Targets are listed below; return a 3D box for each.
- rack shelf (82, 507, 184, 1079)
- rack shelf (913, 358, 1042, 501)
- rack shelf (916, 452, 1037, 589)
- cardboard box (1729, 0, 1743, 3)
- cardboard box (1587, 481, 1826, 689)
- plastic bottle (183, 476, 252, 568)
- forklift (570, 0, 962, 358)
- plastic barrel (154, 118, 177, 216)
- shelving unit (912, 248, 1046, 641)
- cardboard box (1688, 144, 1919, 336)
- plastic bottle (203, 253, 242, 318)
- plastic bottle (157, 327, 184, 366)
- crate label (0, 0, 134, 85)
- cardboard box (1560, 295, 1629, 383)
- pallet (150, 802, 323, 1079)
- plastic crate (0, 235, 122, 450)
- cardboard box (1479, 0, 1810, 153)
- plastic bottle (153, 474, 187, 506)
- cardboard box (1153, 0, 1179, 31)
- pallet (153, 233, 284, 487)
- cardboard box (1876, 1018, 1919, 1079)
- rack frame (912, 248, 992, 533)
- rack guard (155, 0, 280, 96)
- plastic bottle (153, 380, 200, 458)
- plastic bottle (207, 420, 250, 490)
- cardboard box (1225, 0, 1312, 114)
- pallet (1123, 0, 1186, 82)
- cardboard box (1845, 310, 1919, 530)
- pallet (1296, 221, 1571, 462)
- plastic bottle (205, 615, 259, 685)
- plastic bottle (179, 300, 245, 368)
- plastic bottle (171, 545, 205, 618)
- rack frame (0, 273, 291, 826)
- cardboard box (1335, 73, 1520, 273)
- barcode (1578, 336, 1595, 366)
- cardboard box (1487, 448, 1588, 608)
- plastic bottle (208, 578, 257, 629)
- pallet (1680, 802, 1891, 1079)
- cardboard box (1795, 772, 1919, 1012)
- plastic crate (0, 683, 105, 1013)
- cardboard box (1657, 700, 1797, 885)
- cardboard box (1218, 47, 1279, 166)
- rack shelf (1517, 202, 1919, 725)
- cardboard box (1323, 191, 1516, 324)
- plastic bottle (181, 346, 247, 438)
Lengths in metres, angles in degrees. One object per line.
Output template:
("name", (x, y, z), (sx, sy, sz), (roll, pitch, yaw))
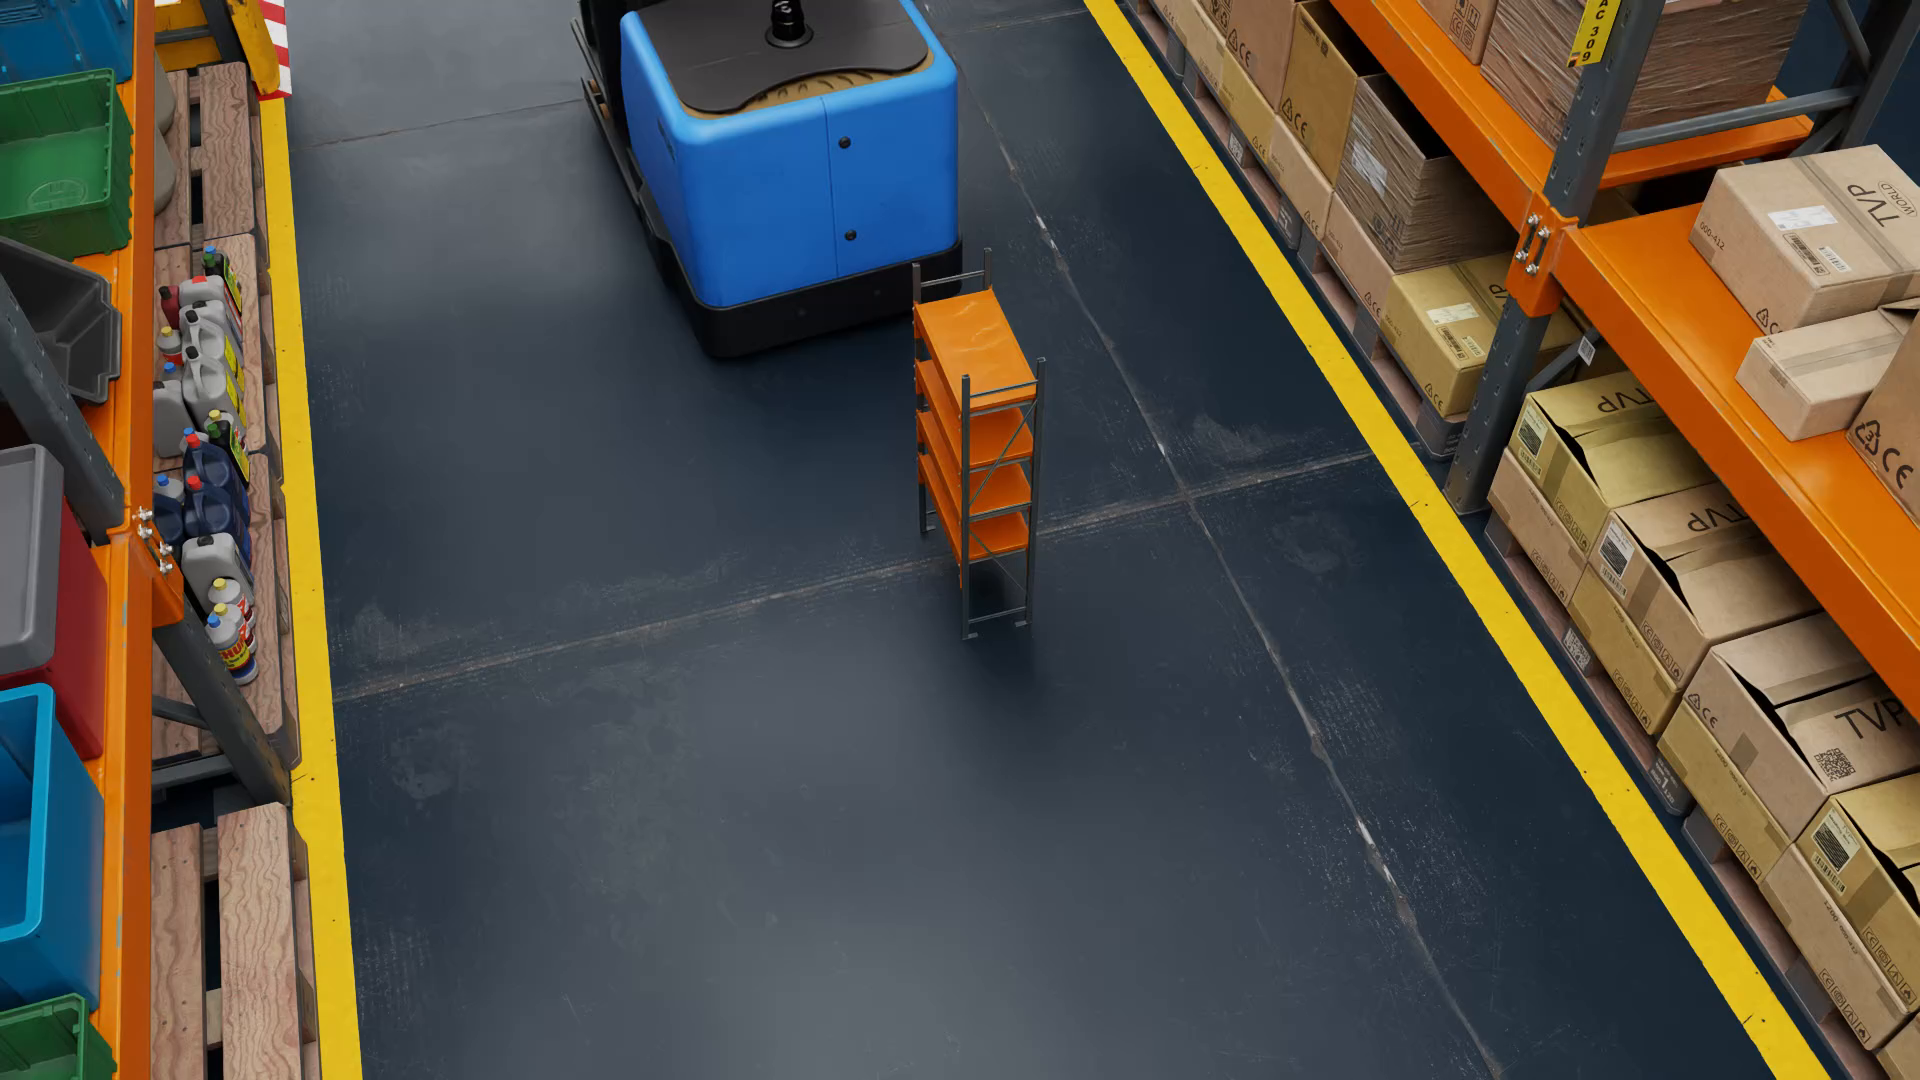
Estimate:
("rack shelf", (-1.941, 1.607, 2.903), (1.077, 0.370, 4.000), (-13, 51, -11))
("rack shelf", (0.049, -0.367, 5.070), (0.258, 0.148, 0.480), (-13, 51, -11))
("rack shelf", (0.049, -0.094, 5.393), (0.258, 0.148, 0.480), (-13, 51, -11))
("cardboard box", (2.306, -1.684, 4.718), (0.380, 0.149, 0.250), (-13, 51, -11))
("cardboard box", (2.228, 0.093, 4.867), (0.500, 0.311, 0.500), (-14, 51, -11))
("plastic bottle", (-2.375, -0.057, 5.281), (0.144, 0.351, 0.185), (-12, 51, -10))
("forklift", (-1.007, -2.780, 6.177), (1.130, 2.935, 3.031), (-17, 52, -14))
("plastic barrel", (-3.299, -1.511, 6.414), (0.421, 0.512, 0.421), (0, 50, 0))
("shelving unit", (0.049, -0.266, 5.189), (0.258, 1.200, 0.503), (-13, 51, -11))
("cardboard box", (2.388, -0.804, 4.564), (0.500, 0.250, 0.500), (-10, 51, -9))
("plastic bottle", (-2.701, -0.949, 6.077), (0.061, 0.283, 0.133), (-12, 51, -10))
("plastic bottle", (-2.777, -0.671, 5.896), (0.097, 0.201, 0.097), (0, 50, 0))
("crate label", (-2.912, -1.735, 5.228), (0.502, 0.435, 0.616), (-13, 51, -11))
("cardboard box", (2.353, -0.859, 6.036), (0.500, 0.250, 0.500), (-13, 51, -11))
("pallet", (-2.263, 1.378, 4.450), (1.003, 0.211, 1.213), (-13, 51, -11))
("plastic crate", (-2.566, -0.476, 4.230), (0.767, 0.338, 0.504), (-13, 51, -11))
("cardboard box", (2.063, -1.557, 5.036), (0.700, 0.500, 0.500), (-15, 51, -12))
("plastic bottle", (-2.533, -0.110, 5.377), (0.097, 0.271, 0.097), (0, 50, 0))
("cardboard box", (1.115, -2.567, 7.476), (0.500, 0.250, 0.500), (-13, 51, -11))
("pallet", (-3.055, -0.579, 6.100), (1.003, 0.211, 1.213), (-13, 51, -11))
("cardboard box", (2.693, 1.397, 4.134), (0.500, 0.250, 0.500), (-12, 51, -10))
("rack frame", (-0.023, -0.444, 5.340), (0.240, 1.200, 0.015), (-13, 51, -11))
("rack guard", (-3.648, -2.156, 7.241), (1.175, 0.500, 0.348), (-13, 51, -11))
("plastic bottle", (-2.690, -0.429, 5.643), (0.152, 0.276, 0.135), (-13, 51, -11))
("plastic bottle", (-2.439, -0.303, 5.532), (0.061, 0.283, 0.133), (-11, 51, -9))
("cardboard box", (1.405, -2.077, 6.572), (0.500, 0.500, 0.500), (-13, 51, -11))
("pallet", (1.284, -2.676, 7.868), (1.003, 0.211, 1.213), (-13, 51, -11))
("cardboard box", (2.568, -0.285, 3.963), (0.500, 0.500, 0.500), (-10, 51, -8))
("pallet", (2.006, -0.894, 6.365), (1.003, 0.211, 1.213), (-13, 51, -11))
("plastic bottle", (-2.208, 0.321, 5.015), (0.097, 0.271, 0.097), (0, 50, 0))
("plastic bottle", (-2.664, -0.737, 5.903), (0.152, 0.276, 0.135), (-15, 51, -12))
("plastic bottle", (-2.431, 0.111, 5.183), (0.061, 0.283, 0.133), (-13, 51, -11))
("rack frame", (-2.532, -0.085, 3.860), (1.000, 3.000, 0.127), (-13, 51, -11))
("cardboard box", (1.718, -1.350, 5.960), (0.500, 0.500, 0.500), (-13, 51, -11))
("barcode", (1.878, -0.567, 4.986), (0.001, 0.075, 0.075), (-13, 51, -11))
("cardboard box", (2.083, -0.101, 5.397), (0.500, 0.250, 0.500), (-14, 51, -12))
("plastic bottle", (-2.268, 0.195, 5.167), (0.097, 0.201, 0.097), (0, 50, 0))
("pallet", (2.820, 1.118, 4.669), (1.003, 0.211, 1.213), (-13, 51, -11))
("cardboard box", (2.541, 0.848, 4.230), (0.500, 0.311, 0.500), (-12, 51, -10))
("plastic crate", (-1.909, 0.655, 3.246), (0.392, 0.384, 0.575), (-13, 51, -11))
("cardboard box", (2.389, 0.650, 4.763), (0.500, 0.250, 0.500), (-15, 51, -12))
("cardboard box", (1.406, -1.835, 6.859), (0.500, 0.250, 0.500), (-13, 51, -11))
("rack shelf", (2.792, 0.490, 3.845), (1.077, 0.370, 4.000), (-13, 51, -11))
("cardboard box", (1.716, -1.108, 6.246), (0.500, 0.250, 0.500), (-13, 51, -11))
("plastic bottle", (-2.556, -0.505, 5.659), (0.144, 0.351, 0.185), (-14, 51, -11))
